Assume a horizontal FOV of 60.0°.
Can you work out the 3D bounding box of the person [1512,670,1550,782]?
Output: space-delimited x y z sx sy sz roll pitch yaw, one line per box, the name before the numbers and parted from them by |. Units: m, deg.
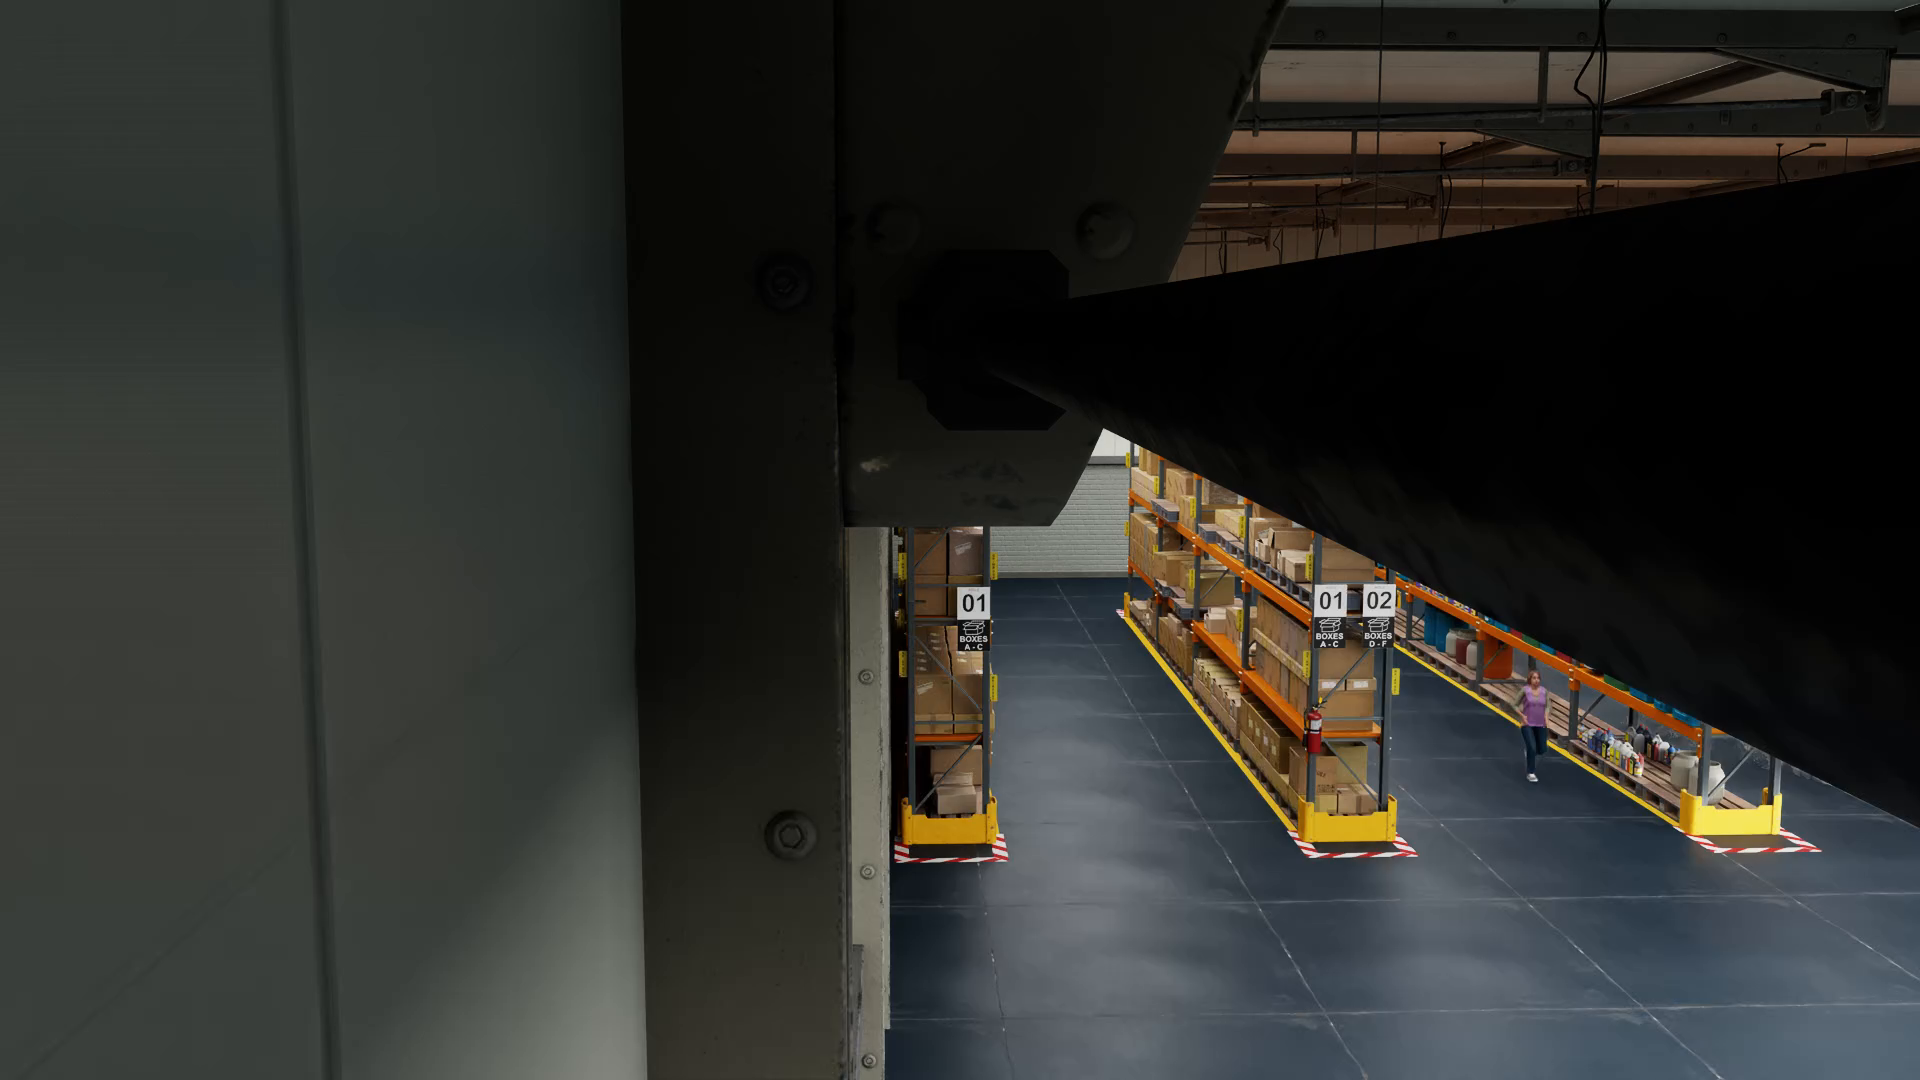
person | 8.010 2.585 23.314 0.535 1.548 0.567 0 7 0
